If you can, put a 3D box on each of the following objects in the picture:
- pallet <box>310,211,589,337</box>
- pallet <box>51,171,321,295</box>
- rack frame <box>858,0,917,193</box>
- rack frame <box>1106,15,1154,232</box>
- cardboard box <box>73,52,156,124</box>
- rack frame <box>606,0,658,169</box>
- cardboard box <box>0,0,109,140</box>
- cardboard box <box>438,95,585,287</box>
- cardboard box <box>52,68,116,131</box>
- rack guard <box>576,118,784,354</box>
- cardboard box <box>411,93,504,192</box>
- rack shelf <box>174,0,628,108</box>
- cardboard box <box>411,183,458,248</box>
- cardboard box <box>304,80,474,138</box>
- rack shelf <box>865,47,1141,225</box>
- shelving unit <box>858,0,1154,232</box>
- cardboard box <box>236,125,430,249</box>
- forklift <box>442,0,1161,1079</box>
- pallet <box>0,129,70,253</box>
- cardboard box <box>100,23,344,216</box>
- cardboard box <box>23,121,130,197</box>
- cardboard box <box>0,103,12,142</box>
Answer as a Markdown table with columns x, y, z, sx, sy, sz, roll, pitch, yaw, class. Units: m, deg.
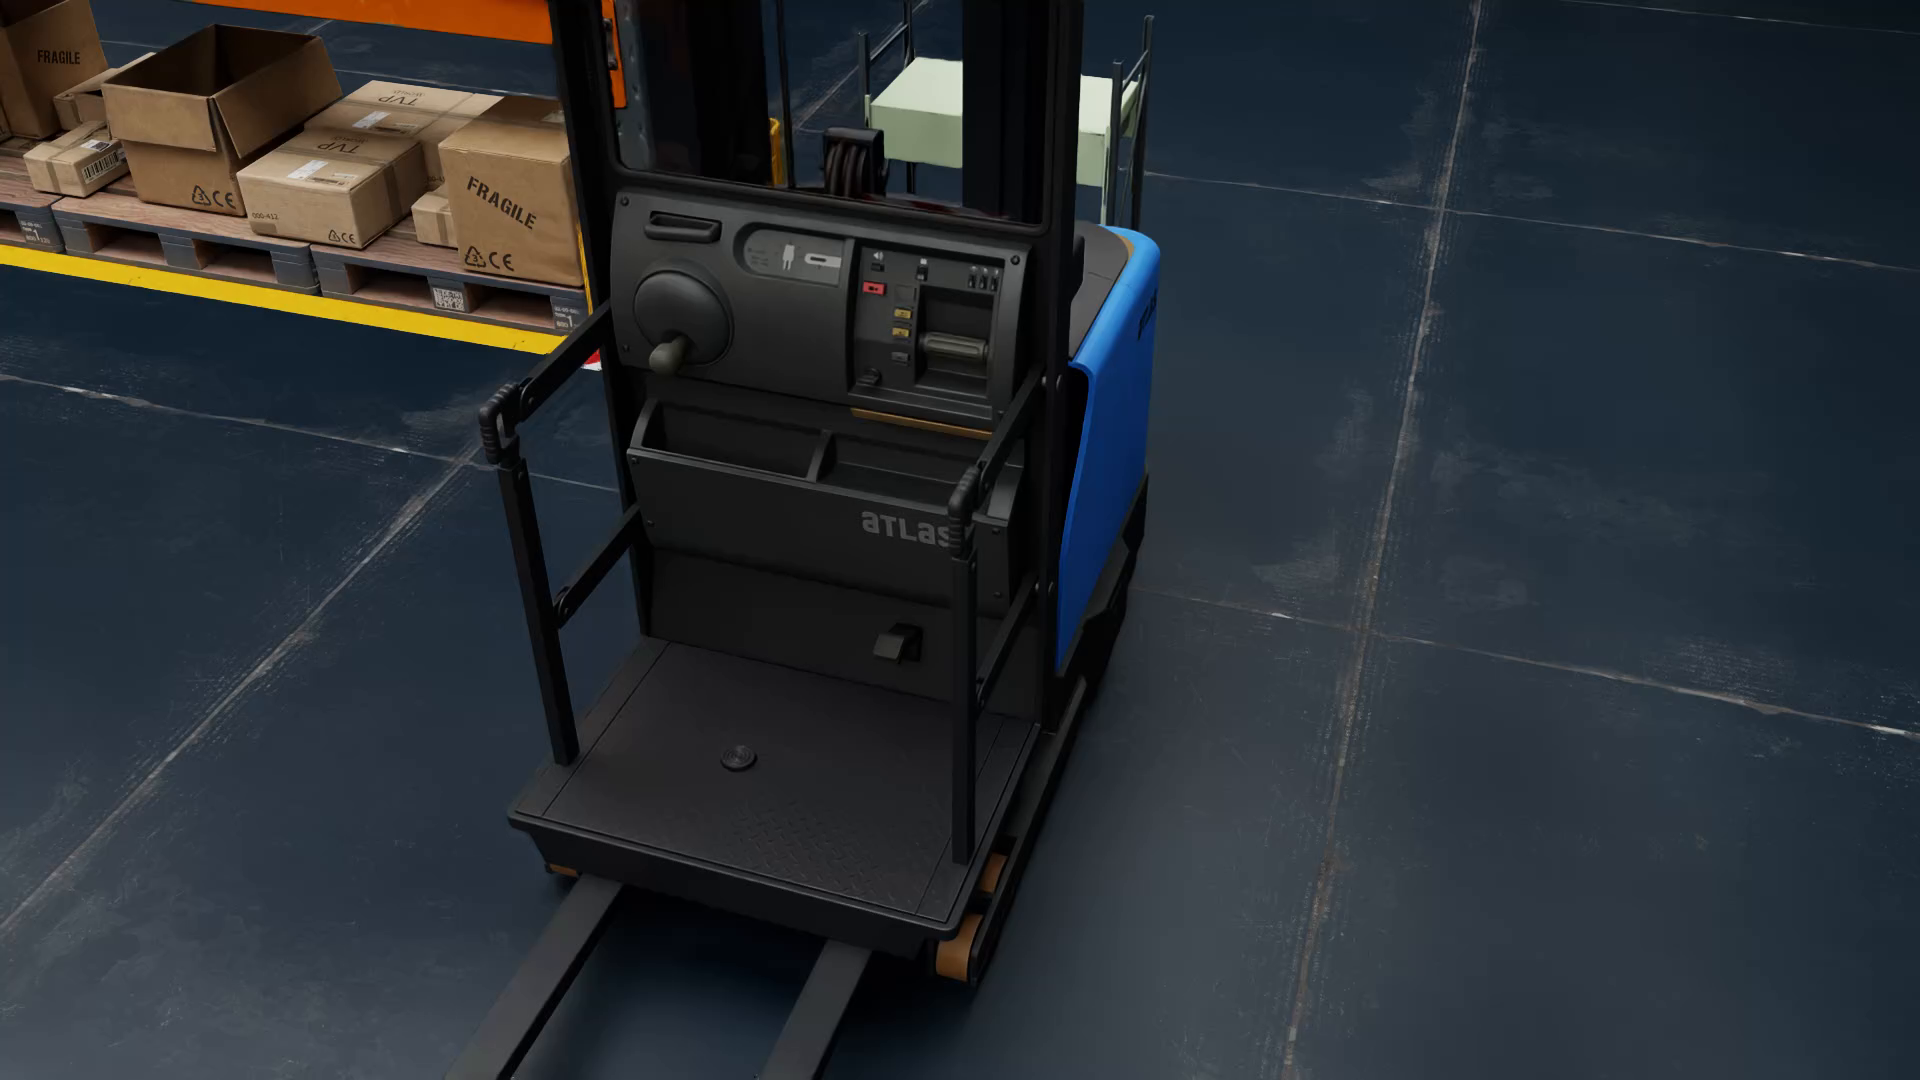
| x | y | z | sx | sy | sz | roll | pitch | yaw | class |
| --- | --- | --- | --- | --- | --- | --- | --- | --- | --- |
| -1.807 | -1.220 | 6.730 | 1.213 | 0.211 | 1.003 | 10 | 38 | 14 | pallet |
| -2.968 | -1.437 | 7.024 | 1.213 | 0.211 | 1.003 | 10 | 38 | 14 | pallet |
| -0.211 | -0.922 | 5.237 | 0.023 | 1.500 | 0.400 | 11 | 38 | 15 | rack frame |
| 0.483 | -0.785 | 5.051 | 0.023 | 1.500 | 0.400 | 11 | 38 | 15 | rack frame |
| -3.447 | -1.918 | 7.222 | 0.500 | 0.311 | 0.500 | 10 | 38 | 14 | cardboard box |
| -0.974 | -2.189 | 5.694 | 0.127 | 3.000 | 1.000 | 10 | 38 | 14 | rack frame |
| -4.163 | -2.127 | 7.346 | 0.500 | 0.500 | 0.500 | 10 | 38 | 14 | cardboard box |
| -1.566 | -1.317 | 6.246 | 0.500 | 0.500 | 0.500 | 10 | 38 | 14 | cardboard box |
| -3.787 | -1.953 | 7.407 | 0.250 | 0.149 | 0.380 | 10 | 38 | 14 | cardboard box |
| -1.046 | -1.196 | 6.453 | 0.348 | 0.500 | 1.175 | 10 | 38 | 14 | rack guard |
| -1.885 | -1.604 | 6.847 | 0.500 | 0.250 | 0.500 | 10 | 38 | 14 | cardboard box |
| -2.883 | -2.253 | 6.388 | 4.000 | 0.370 | 1.077 | 10 | 38 | 14 | rack shelf |
| -1.926 | -1.305 | 6.511 | 0.250 | 0.166 | 0.380 | 10 | 38 | 14 | cardboard box |
| -2.363 | -1.692 | 6.967 | 0.500 | 0.250 | 0.500 | 10 | 38 | 14 | cardboard box |
| 0.136 | -1.168 | 4.913 | 0.720 | 0.370 | 0.431 | 11 | 38 | 15 | rack shelf |
| 0.136 | -0.853 | 5.144 | 0.755 | 1.500 | 0.431 | 11 | 38 | 15 | shelving unit |
| -2.464 | -1.401 | 6.571 | 0.500 | 0.250 | 0.500 | 10 | 38 | 14 | cardboard box |
| -0.379 | -0.431 | 3.363 | 1.130 | 2.935 | 3.031 | 11 | 38 | 15 | forklift |
| -4.136 | -1.651 | 7.316 | 1.213 | 0.211 | 1.003 | 10 | 38 | 14 | pallet |
| -2.997 | -1.739 | 6.817 | 0.637 | 0.503 | 0.797 | 10 | 38 | 14 | cardboard box |
| -3.627 | -1.589 | 6.897 | 0.250 | 0.166 | 0.380 | 10 | 38 | 14 | cardboard box |
| -4.455 | -1.794 | 7.054 | 0.500 | 0.311 | 0.500 | 10 | 38 | 14 | cardboard box |
